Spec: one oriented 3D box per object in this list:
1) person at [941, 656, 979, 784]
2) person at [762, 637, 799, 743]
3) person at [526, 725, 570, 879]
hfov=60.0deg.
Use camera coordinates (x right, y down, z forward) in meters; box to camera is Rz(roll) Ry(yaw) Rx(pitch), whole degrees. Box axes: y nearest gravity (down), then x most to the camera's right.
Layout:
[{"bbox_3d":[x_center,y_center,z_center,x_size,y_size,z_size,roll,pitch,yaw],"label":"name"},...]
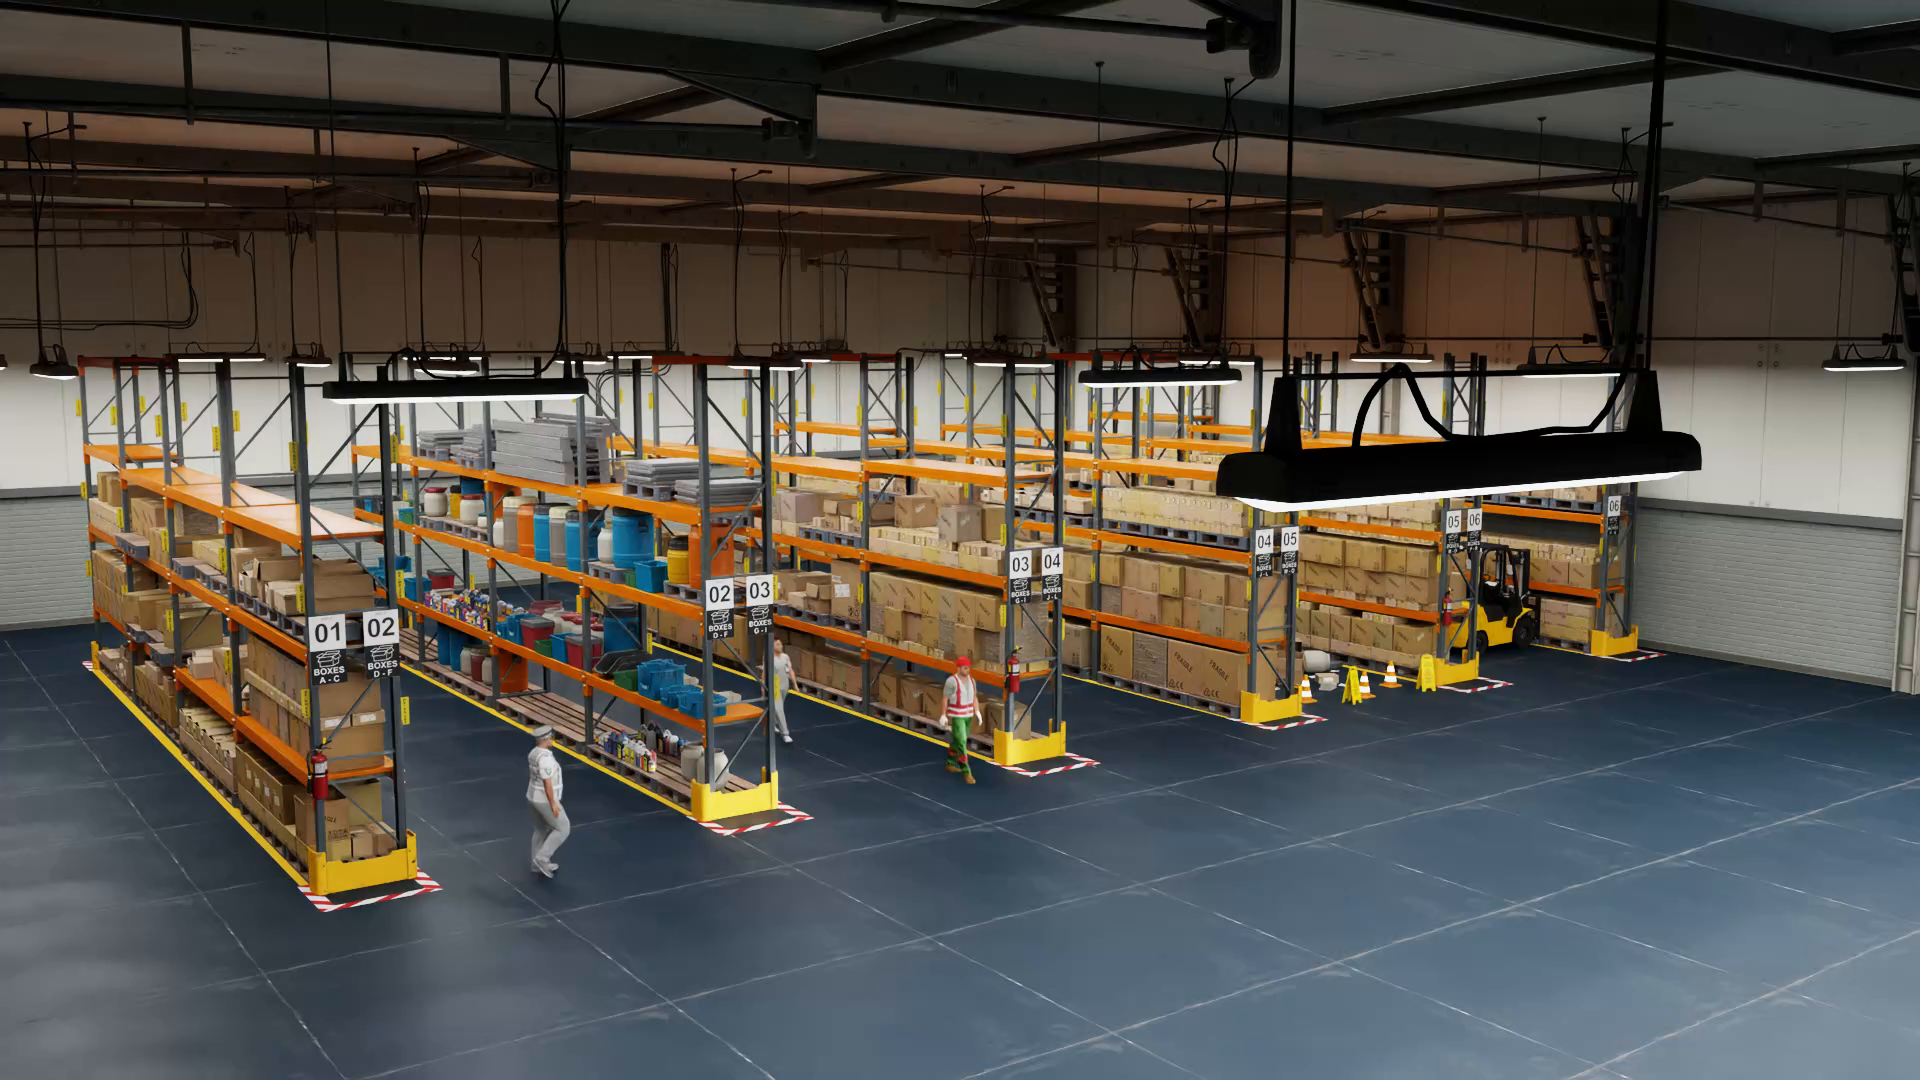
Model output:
[{"bbox_3d":[0.064,2.541,23.921,0.572,1.745,0.900,-7,10,-44],"label":"person"},{"bbox_3d":[-2.845,2.337,26.270,0.523,1.600,1.060,-4,8,-33],"label":"person"},{"bbox_3d":[-4.890,3.075,19.644,0.437,1.791,0.571,-4,8,-31],"label":"person"}]
